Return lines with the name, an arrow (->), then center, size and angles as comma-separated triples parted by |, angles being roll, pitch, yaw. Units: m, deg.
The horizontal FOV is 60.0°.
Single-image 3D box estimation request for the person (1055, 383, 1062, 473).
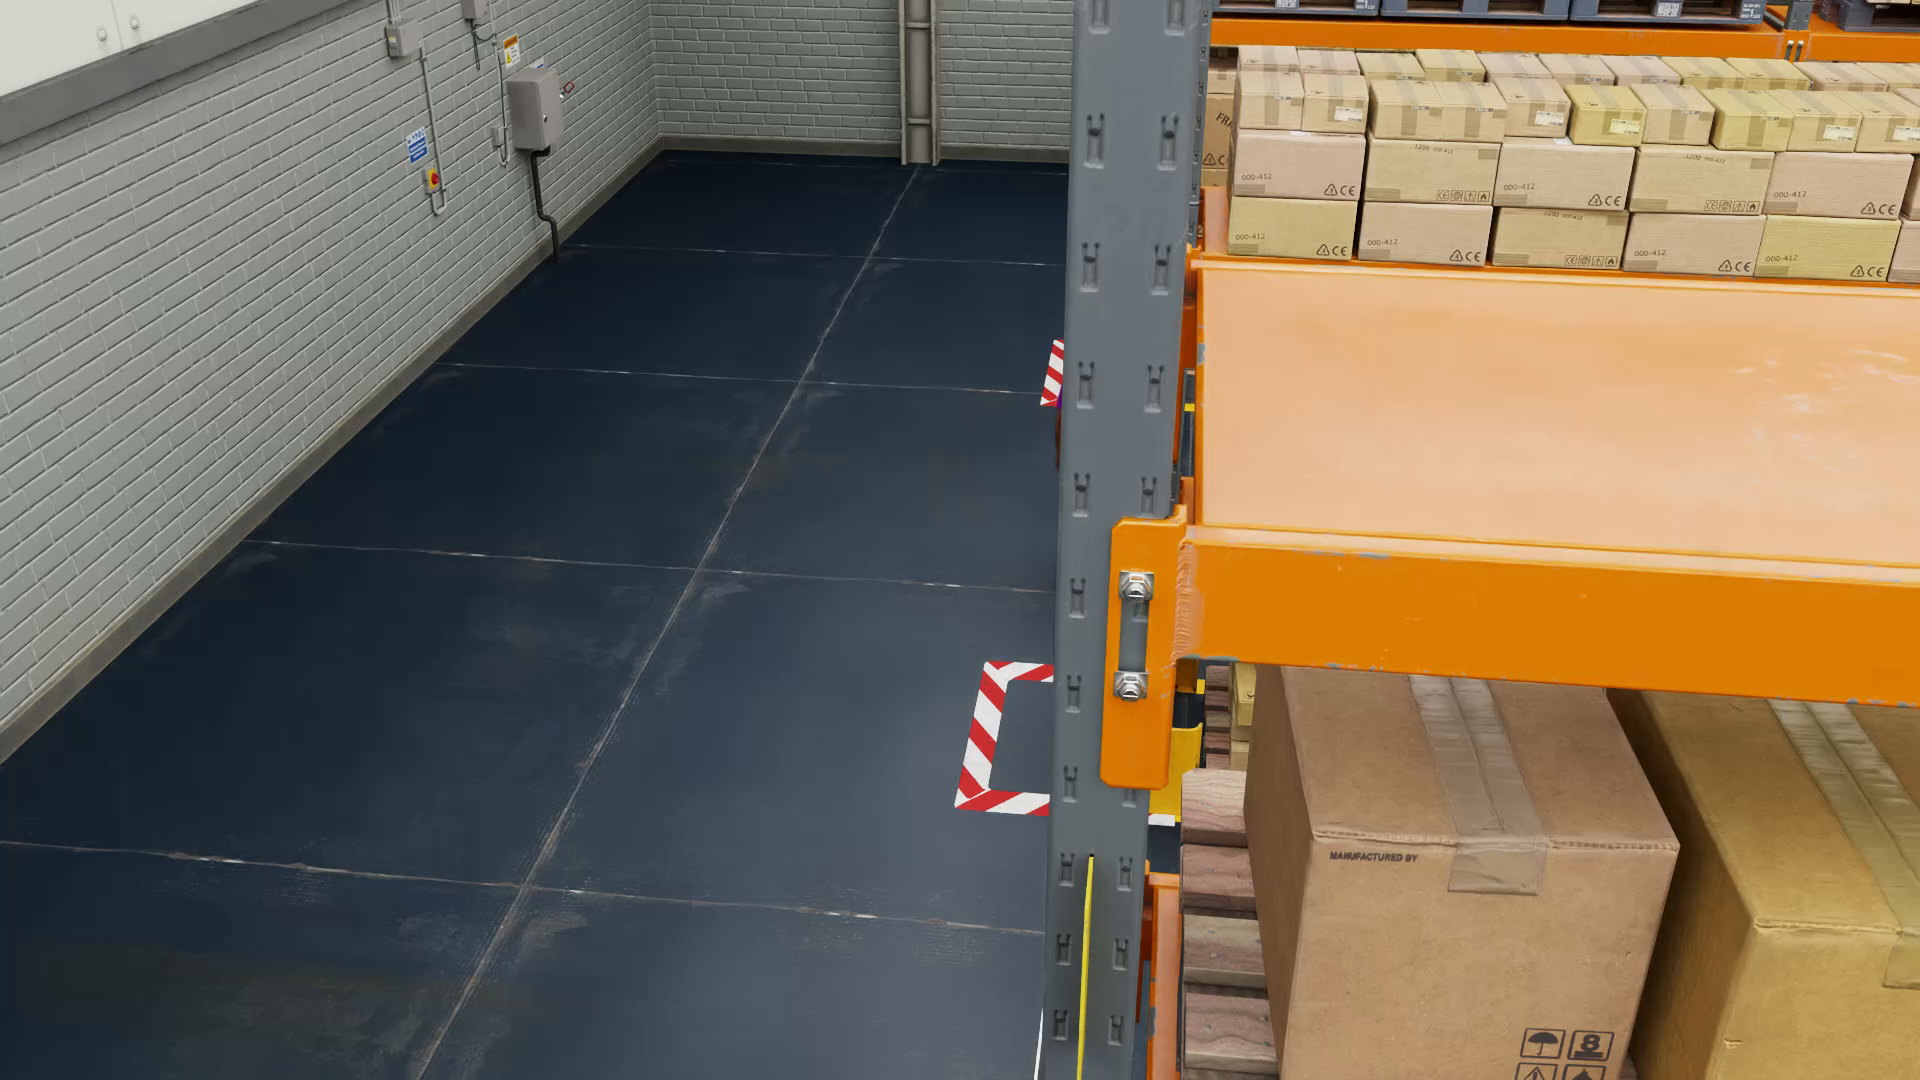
person -> 0.858, -0.513, 9.675 | 0.621, 1.759, 0.461 | 2, 28, 4
